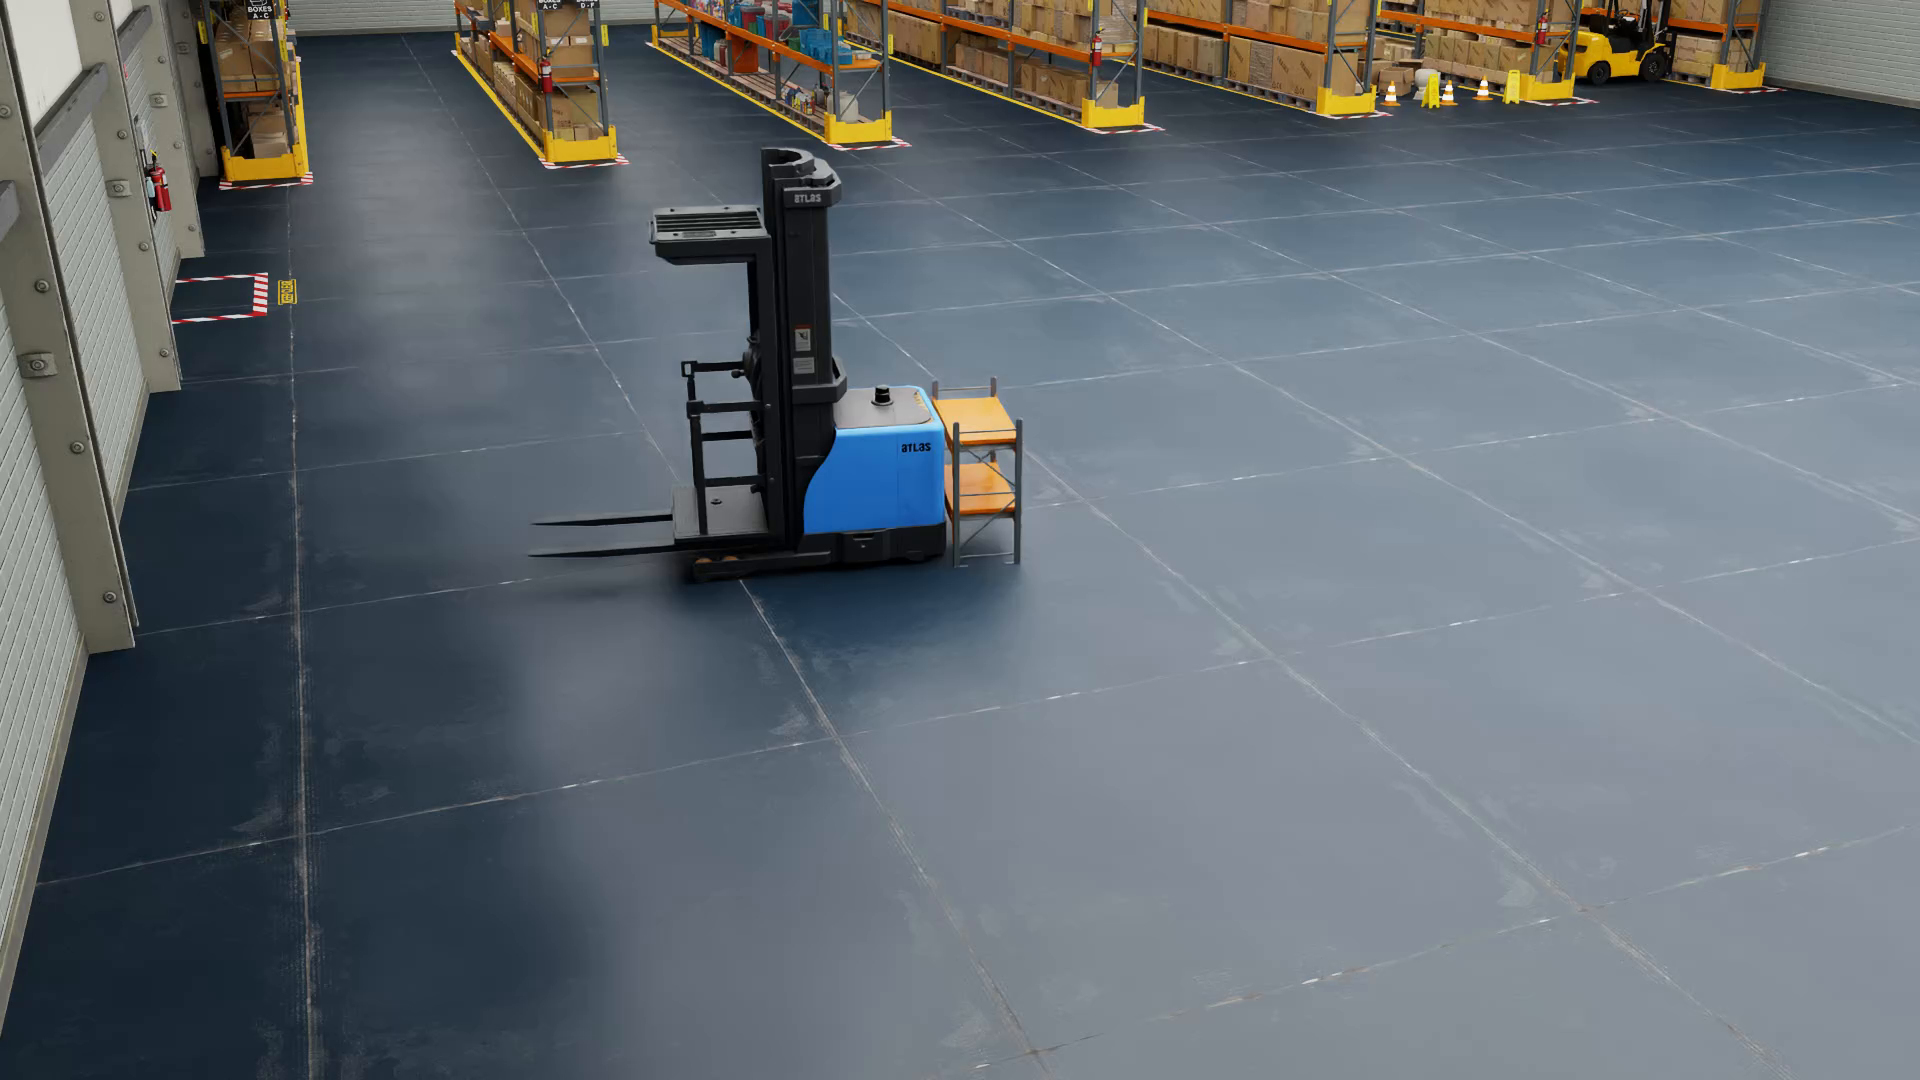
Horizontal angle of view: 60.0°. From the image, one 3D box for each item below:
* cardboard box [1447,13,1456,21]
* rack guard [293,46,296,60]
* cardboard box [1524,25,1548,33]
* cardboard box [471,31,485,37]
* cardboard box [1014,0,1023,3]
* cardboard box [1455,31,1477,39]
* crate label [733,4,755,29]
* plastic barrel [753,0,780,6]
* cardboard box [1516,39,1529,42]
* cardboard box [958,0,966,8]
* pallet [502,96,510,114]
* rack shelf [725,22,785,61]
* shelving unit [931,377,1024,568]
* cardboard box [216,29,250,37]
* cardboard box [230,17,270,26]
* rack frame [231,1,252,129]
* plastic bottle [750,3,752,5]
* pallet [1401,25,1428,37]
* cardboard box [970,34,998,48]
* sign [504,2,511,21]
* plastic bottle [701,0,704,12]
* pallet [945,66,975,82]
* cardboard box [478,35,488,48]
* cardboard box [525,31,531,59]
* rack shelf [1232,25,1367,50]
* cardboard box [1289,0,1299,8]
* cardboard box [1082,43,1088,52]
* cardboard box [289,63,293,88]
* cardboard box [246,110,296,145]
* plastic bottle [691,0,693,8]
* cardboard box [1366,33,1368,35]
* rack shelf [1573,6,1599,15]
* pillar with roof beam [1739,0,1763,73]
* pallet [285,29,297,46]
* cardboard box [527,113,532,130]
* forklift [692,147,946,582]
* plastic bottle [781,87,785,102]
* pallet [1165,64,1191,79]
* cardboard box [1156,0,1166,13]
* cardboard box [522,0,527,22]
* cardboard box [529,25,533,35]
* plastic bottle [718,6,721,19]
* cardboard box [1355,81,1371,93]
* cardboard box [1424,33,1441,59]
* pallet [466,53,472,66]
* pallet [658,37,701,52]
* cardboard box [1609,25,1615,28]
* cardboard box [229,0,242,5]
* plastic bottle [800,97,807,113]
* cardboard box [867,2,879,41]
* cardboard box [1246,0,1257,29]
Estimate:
[{"bbox_3d":[10.878,-11.430,36.330,0.380,0.149,0.250,-8,24,-17],"label":"cardboard box"},{"bbox_3d":[-16.668,-11.794,40.090,1.175,0.500,0.348,-8,24,-19],"label":"rack guard"},{"bbox_3d":[11.833,-10.513,34.155,0.380,0.149,0.250,-8,24,-17],"label":"cardboard box"},{"bbox_3d":[-11.282,-11.899,39.768,0.797,0.503,0.637,-8,24,-19],"label":"cardboard box"},{"bbox_3d":[1.402,-11.062,33.334,0.500,0.500,0.500,-8,24,-19],"label":"cardboard box"},{"bbox_3d":[10.977,-10.958,36.085,0.380,0.149,0.250,-7,24,-16],"label":"cardboard box"},{"bbox_3d":[-4.467,-11.008,34.960,0.502,0.435,0.616,-8,24,-19],"label":"crate label"},{"bbox_3d":[-4.118,-11.326,35.584,0.600,0.536,0.708,-8,24,-19],"label":"plastic barrel"},{"bbox_3d":[14.427,-12.746,41.646,0.875,0.625,0.625,-8,24,-17],"label":"cardboard box"},{"bbox_3d":[0.296,-12.118,36.971,0.500,0.500,0.500,-12,25,-25],"label":"cardboard box"},{"bbox_3d":[-8.519,-8.680,33.072,1.003,0.211,1.213,-8,24,-19],"label":"pallet"},{"bbox_3d":[-3.859,-10.332,34.327,1.077,0.370,4.000,-8,24,-19],"label":"rack shelf"},{"bbox_3d":[0.117,-0.527,12.553,0.538,1.125,1.048,-4,23,-9],"label":"shelving unit"},{"bbox_3d":[-11.906,-8.106,27.322,0.500,0.500,0.500,-8,24,-18],"label":"cardboard box"},{"bbox_3d":[-12.568,-9.016,29.583,0.700,0.500,0.500,-8,24,-19],"label":"cardboard box"},{"bbox_3d":[-12.417,-8.578,29.239,0.949,2.616,0.053,-8,24,-19],"label":"rack frame"},{"bbox_3d":[-4.665,-11.845,37.141,0.061,0.283,0.133,-8,24,-19],"label":"plastic bottle"},{"bbox_3d":[12.891,-13.990,45.670,1.003,0.211,1.213,-8,24,-19],"label":"pallet"},{"bbox_3d":[0.530,-11.035,36.757,0.500,0.250,0.500,-6,23,-13],"label":"cardboard box"},{"bbox_3d":[-8.292,-9.677,30.460,0.100,0.325,0.005,-8,24,-19],"label":"sign"},{"bbox_3d":[-5.844,-12.229,38.063,0.152,0.276,0.135,-8,24,-19],"label":"plastic bottle"},{"bbox_3d":[0.343,-10.500,37.392,1.003,0.211,1.213,-8,24,-19],"label":"pallet"},{"bbox_3d":[-10.318,-10.989,36.647,0.500,0.250,0.500,-8,24,-19],"label":"cardboard box"},{"bbox_3d":[-7.433,-8.953,30.002,0.700,0.500,0.500,-9,24,-20],"label":"cardboard box"},{"bbox_3d":[6.864,-10.292,33.981,0.919,0.124,3.809,-8,24,-19],"label":"rack shelf"},{"bbox_3d":[7.124,-10.923,33.220,0.875,0.550,0.550,-8,24,-19],"label":"cardboard box"},{"bbox_3d":[2.513,-9.213,31.071,0.380,0.149,0.250,-8,24,-19],"label":"cardboard box"},{"bbox_3d":[-13.971,-9.519,33.699,0.750,0.750,0.750,-9,24,-20],"label":"cardboard box"},{"bbox_3d":[-11.582,-6.919,27.956,0.700,0.500,0.500,-10,25,-22],"label":"cardboard box"},{"bbox_3d":[-6.248,-12.598,38.928,0.061,0.283,0.133,-8,24,-19],"label":"plastic bottle"},{"bbox_3d":[9.530,-12.205,40.689,0.950,0.372,0.625,-10,25,-23],"label":"cardboard box"},{"bbox_3d":[14.688,-13.053,40.785,1.077,0.370,4.000,-8,24,-19],"label":"rack shelf"},{"bbox_3d":[13.378,-13.755,33.800,9.100,9.000,0.400,-8,24,-19],"label":"pillar with roof beam"},{"bbox_3d":[-13.482,-9.698,32.144,1.213,0.211,1.003,-8,24,-19],"label":"pallet"},{"bbox_3d":[-7.382,-7.429,29.514,0.500,0.250,0.500,-8,24,-19],"label":"cardboard box"},{"bbox_3d":[-1.670,-1.272,11.994,3.031,2.935,1.130,-4,23,-10],"label":"forklift"},{"bbox_3d":[-3.450,-8.706,32.491,0.097,0.271,0.097,0,23,0],"label":"plastic bottle"},{"bbox_3d":[5.379,-10.689,37.839,1.003,0.211,1.213,-8,24,-19],"label":"pallet"},{"bbox_3d":[4.832,-12.375,38.120,0.500,0.500,0.500,-9,24,-19],"label":"cardboard box"},{"bbox_3d":[-7.445,-9.558,29.767,0.700,0.500,0.500,-8,24,-19],"label":"cardboard box"},{"bbox_3d":[-7.323,-8.917,29.080,0.380,0.149,0.250,-9,24,-19],"label":"cardboard box"},{"bbox_3d":[-5.281,-11.618,36.619,0.097,0.271,0.097,0,23,0],"label":"plastic bottle"},{"bbox_3d":[8.487,-9.628,35.252,0.396,0.266,0.258,-4,23,-10],"label":"cardboard box"},{"bbox_3d":[10.708,-10.996,37.012,0.500,0.500,0.500,-7,24,-16],"label":"cardboard box"},{"bbox_3d":[-11.290,-11.574,39.938,1.003,0.211,1.213,-8,24,-19],"label":"pallet"},{"bbox_3d":[-7.136,-12.707,42.626,1.003,0.211,1.213,-8,24,-19],"label":"pallet"},{"bbox_3d":[15.272,-11.827,38.660,0.500,0.250,0.500,-9,24,-20],"label":"cardboard box"},{"bbox_3d":[-14.236,-10.698,32.767,0.500,0.250,0.500,-8,24,-18],"label":"cardboard box"},{"bbox_3d":[-2.911,-8.184,31.245,0.152,0.276,0.135,-9,24,-20],"label":"plastic bottle"},{"bbox_3d":[-1.821,-13.315,42.674,0.875,0.875,0.875,-8,24,-19],"label":"cardboard box"},{"bbox_3d":[6.514,-11.000,34.793,0.875,0.550,0.550,-8,24,-19],"label":"cardboard box"}]
